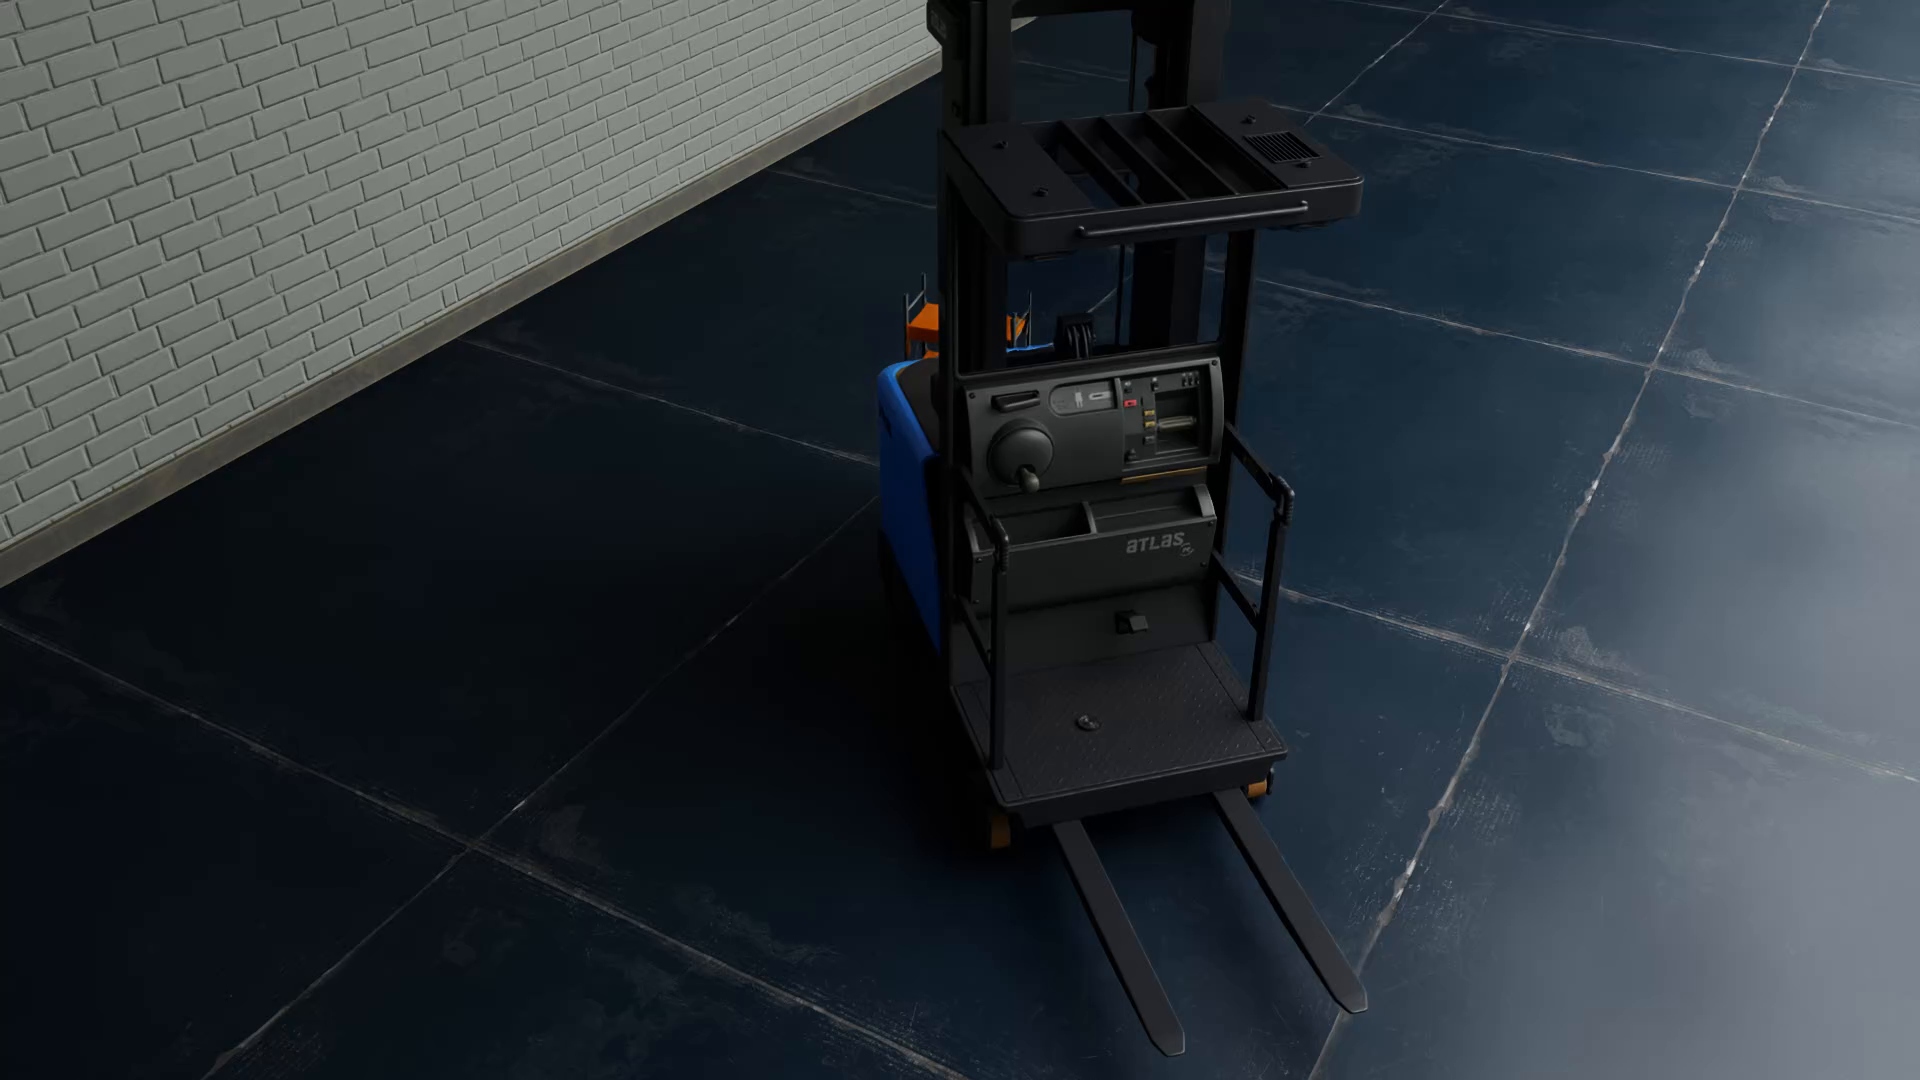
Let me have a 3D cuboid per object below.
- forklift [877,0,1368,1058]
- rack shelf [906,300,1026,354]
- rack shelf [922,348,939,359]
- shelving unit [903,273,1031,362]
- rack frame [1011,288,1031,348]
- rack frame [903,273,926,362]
[{"bbox_3d":[0.532,-0.341,5.589,1.130,2.935,3.031,-9,35,-13],"label":"forklift"},{"bbox_3d":[0.032,-0.896,7.276,0.480,0.148,0.258,11,35,16],"label":"rack shelf"},{"bbox_3d":[0.032,-0.699,7.407,0.480,0.148,0.258,11,35,16],"label":"rack shelf"},{"bbox_3d":[0.032,-0.569,7.494,0.503,1.200,0.258,11,35,16],"label":"shelving unit"},{"bbox_3d":[0.263,-0.525,7.427,0.015,1.200,0.240,11,35,16],"label":"rack frame"},{"bbox_3d":[-0.198,-0.614,7.561,0.015,1.200,0.240,11,35,16],"label":"rack frame"}]
